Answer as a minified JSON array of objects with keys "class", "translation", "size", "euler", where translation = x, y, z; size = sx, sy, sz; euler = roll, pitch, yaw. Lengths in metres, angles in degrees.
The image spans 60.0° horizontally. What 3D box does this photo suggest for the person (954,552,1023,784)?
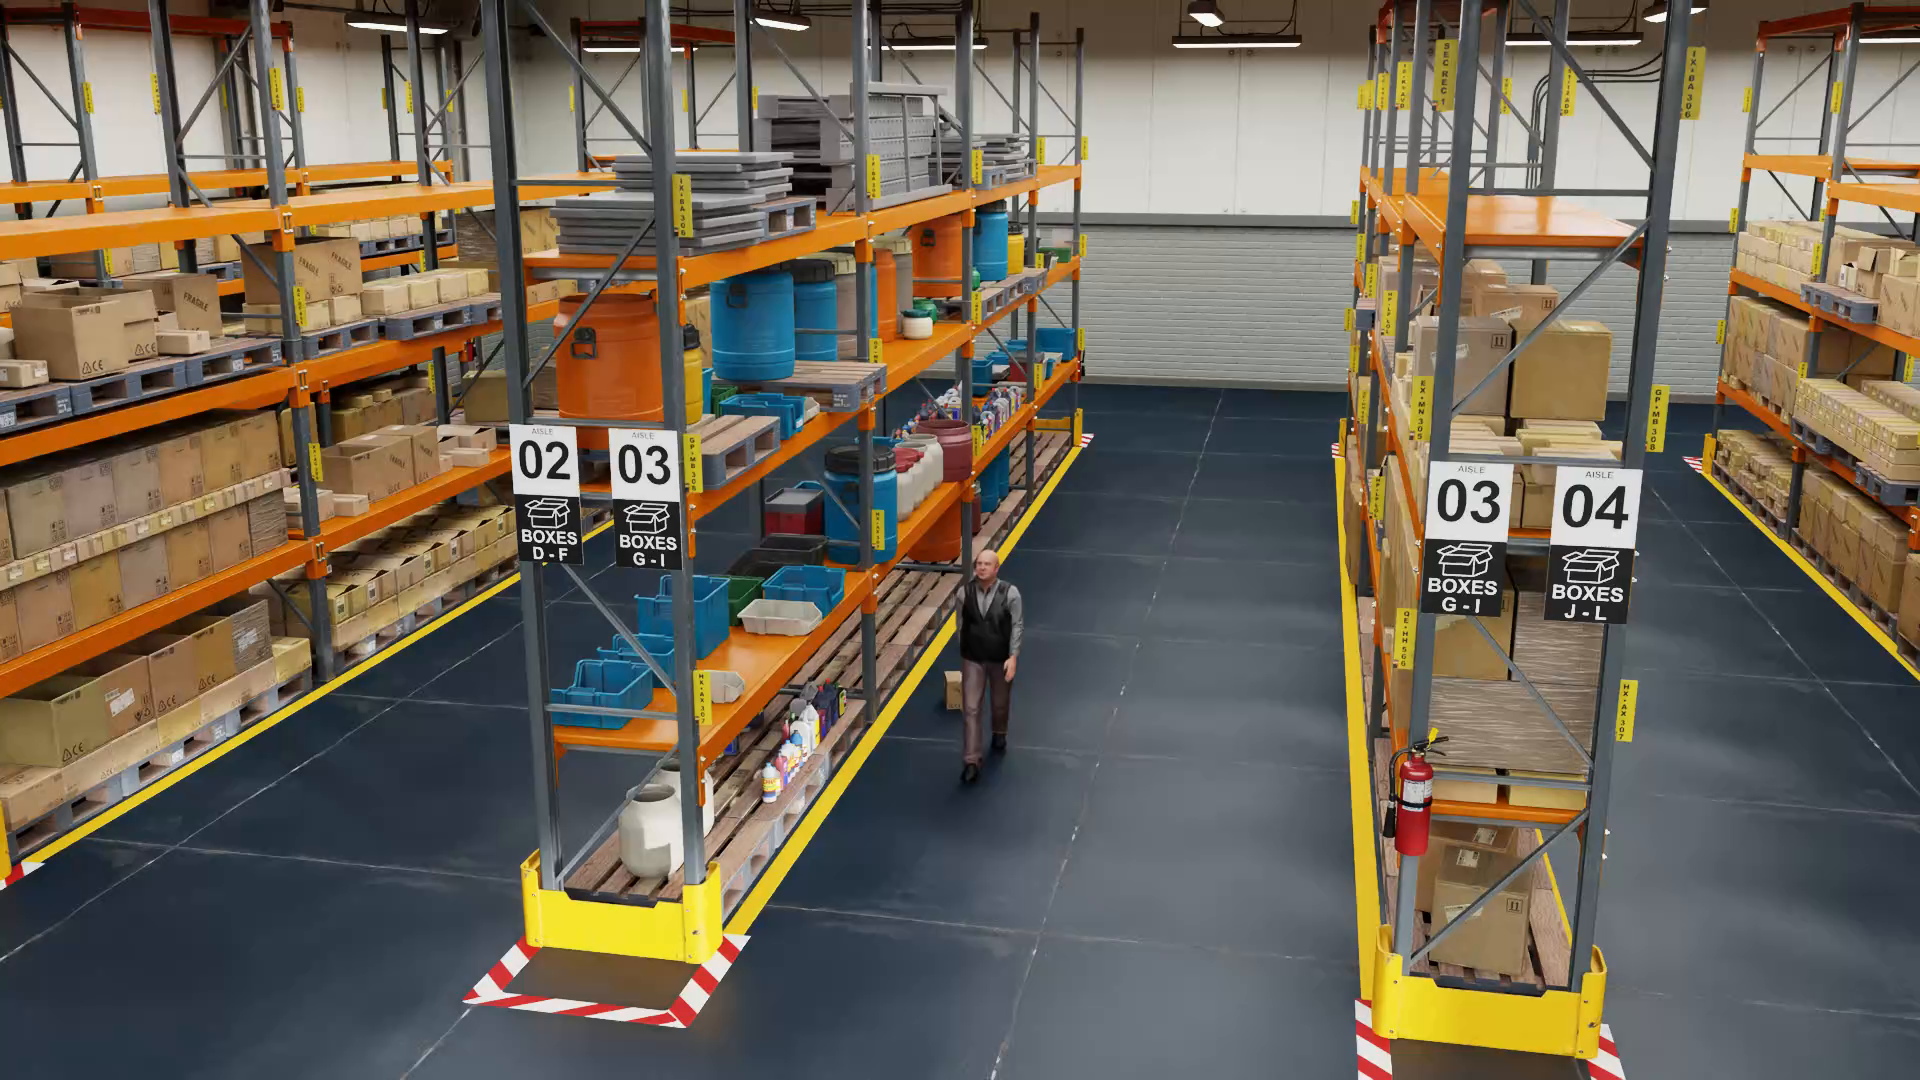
[{"class":"person","translation":[0.208,0.920,12.532],"size":[0.532,1.675,1.029],"euler":[1,15,5]}]
